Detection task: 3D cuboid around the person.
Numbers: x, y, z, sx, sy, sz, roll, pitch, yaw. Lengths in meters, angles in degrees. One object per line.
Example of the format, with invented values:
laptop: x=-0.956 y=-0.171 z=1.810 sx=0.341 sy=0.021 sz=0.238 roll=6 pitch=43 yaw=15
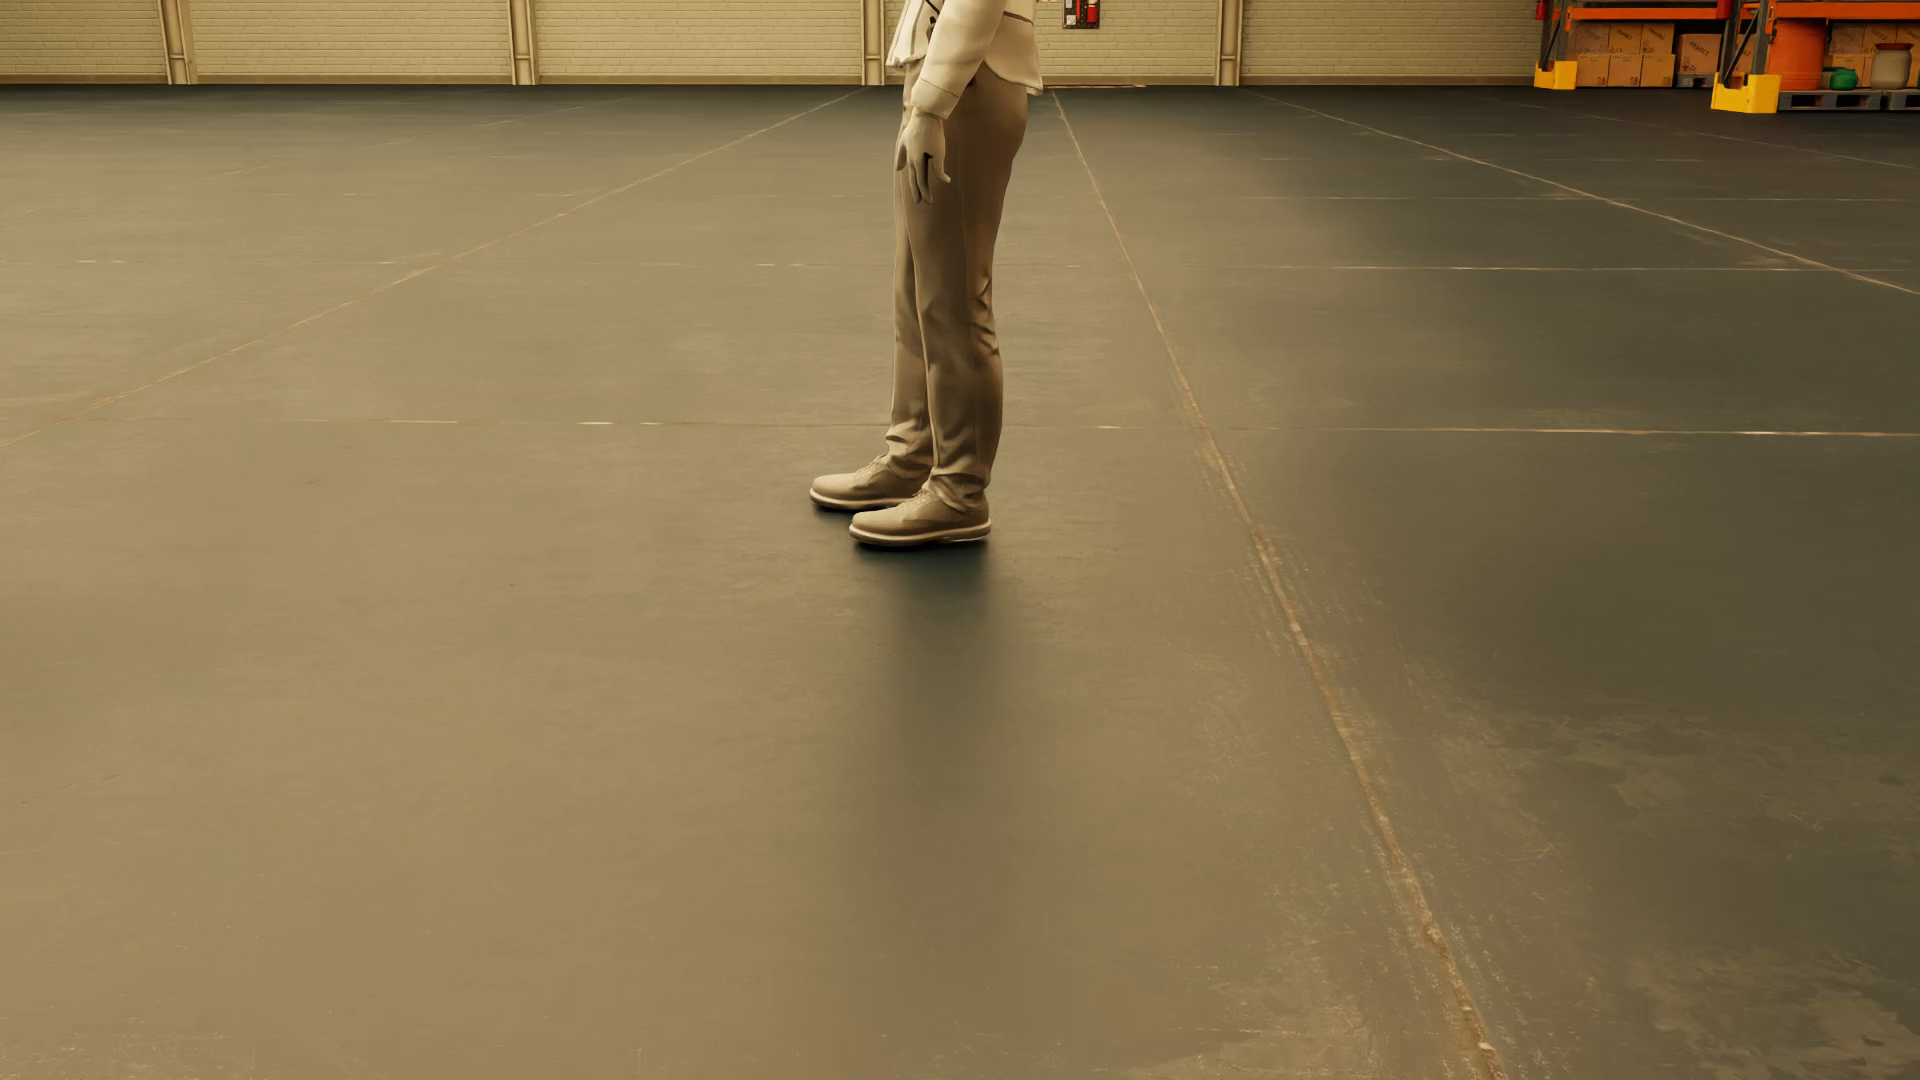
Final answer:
person: x=-0.069 y=-0.819 z=3.127 sx=0.530 sy=1.694 sz=0.586 roll=1 pitch=17 yaw=2
